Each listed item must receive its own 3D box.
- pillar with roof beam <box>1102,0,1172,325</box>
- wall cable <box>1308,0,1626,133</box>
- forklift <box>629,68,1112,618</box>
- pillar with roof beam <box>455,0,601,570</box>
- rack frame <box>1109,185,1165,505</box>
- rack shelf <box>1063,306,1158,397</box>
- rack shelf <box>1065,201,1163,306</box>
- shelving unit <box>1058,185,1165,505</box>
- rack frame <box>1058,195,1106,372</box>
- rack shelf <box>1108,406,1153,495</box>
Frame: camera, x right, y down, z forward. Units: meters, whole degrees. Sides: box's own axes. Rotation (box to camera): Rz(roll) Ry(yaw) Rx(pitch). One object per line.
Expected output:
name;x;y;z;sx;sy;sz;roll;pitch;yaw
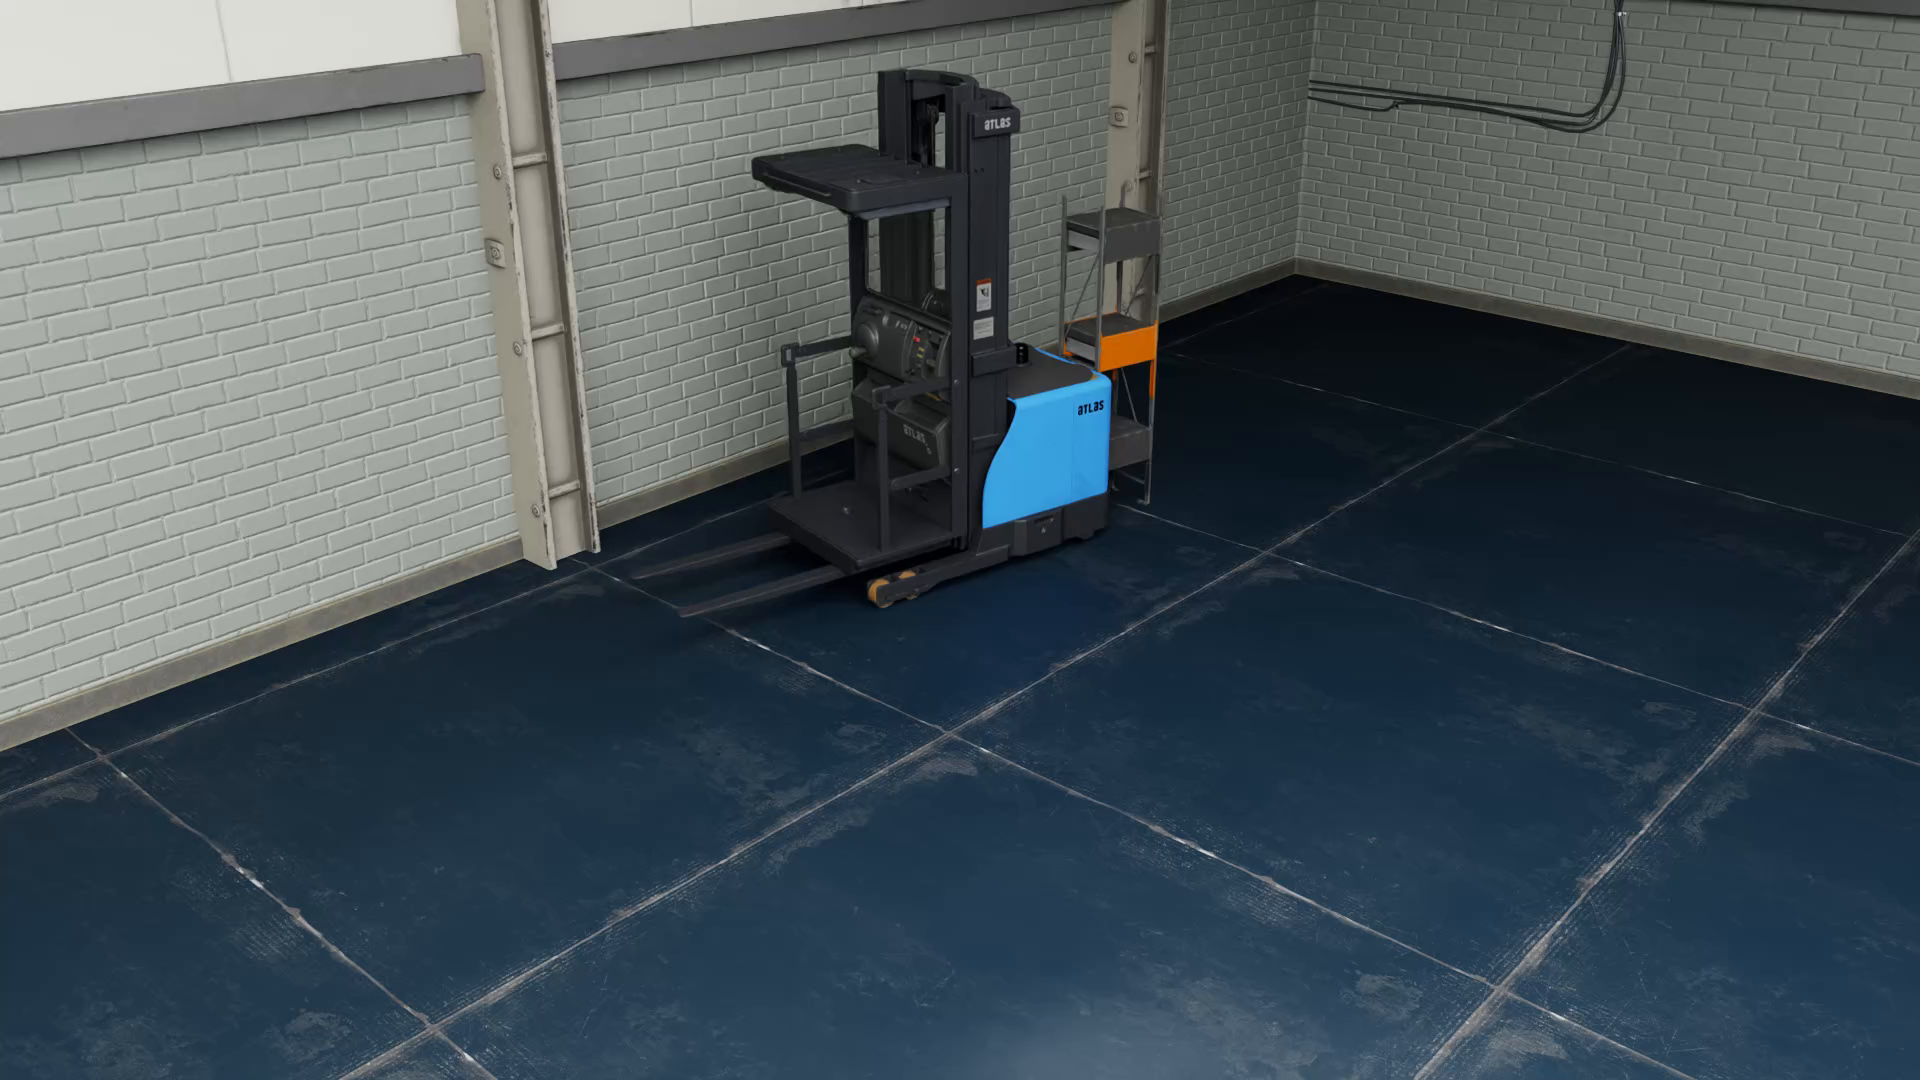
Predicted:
pillar with roof beam;4.680;-4.672;10.171;9.100;9.000;0.400;20;31;38
wall cable;4.425;-4.967;14.625;3.097;2.526;0.112;20;31;38
forklift;-0.523;-1.181;9.803;3.031;2.935;1.130;-17;29;-33
pillar with roof beam;0.676;-2.844;6.094;9.100;9.000;0.400;20;31;38
rack frame;1.161;-1.263;10.999;0.015;2.100;0.400;-17;29;-33
rack shelf;0.964;-1.191;10.874;0.480;0.518;0.431;-17;29;-33
rack shelf;0.964;-1.830;10.587;0.480;0.518;0.431;-17;29;-33
shelving unit;0.964;-1.204;10.868;0.503;2.100;0.431;-17;29;-33
rack frame;0.767;-1.145;10.737;0.015;2.100;0.400;-17;29;-33
rack shelf;0.964;-0.553;11.160;0.480;0.518;0.431;-17;29;-33
